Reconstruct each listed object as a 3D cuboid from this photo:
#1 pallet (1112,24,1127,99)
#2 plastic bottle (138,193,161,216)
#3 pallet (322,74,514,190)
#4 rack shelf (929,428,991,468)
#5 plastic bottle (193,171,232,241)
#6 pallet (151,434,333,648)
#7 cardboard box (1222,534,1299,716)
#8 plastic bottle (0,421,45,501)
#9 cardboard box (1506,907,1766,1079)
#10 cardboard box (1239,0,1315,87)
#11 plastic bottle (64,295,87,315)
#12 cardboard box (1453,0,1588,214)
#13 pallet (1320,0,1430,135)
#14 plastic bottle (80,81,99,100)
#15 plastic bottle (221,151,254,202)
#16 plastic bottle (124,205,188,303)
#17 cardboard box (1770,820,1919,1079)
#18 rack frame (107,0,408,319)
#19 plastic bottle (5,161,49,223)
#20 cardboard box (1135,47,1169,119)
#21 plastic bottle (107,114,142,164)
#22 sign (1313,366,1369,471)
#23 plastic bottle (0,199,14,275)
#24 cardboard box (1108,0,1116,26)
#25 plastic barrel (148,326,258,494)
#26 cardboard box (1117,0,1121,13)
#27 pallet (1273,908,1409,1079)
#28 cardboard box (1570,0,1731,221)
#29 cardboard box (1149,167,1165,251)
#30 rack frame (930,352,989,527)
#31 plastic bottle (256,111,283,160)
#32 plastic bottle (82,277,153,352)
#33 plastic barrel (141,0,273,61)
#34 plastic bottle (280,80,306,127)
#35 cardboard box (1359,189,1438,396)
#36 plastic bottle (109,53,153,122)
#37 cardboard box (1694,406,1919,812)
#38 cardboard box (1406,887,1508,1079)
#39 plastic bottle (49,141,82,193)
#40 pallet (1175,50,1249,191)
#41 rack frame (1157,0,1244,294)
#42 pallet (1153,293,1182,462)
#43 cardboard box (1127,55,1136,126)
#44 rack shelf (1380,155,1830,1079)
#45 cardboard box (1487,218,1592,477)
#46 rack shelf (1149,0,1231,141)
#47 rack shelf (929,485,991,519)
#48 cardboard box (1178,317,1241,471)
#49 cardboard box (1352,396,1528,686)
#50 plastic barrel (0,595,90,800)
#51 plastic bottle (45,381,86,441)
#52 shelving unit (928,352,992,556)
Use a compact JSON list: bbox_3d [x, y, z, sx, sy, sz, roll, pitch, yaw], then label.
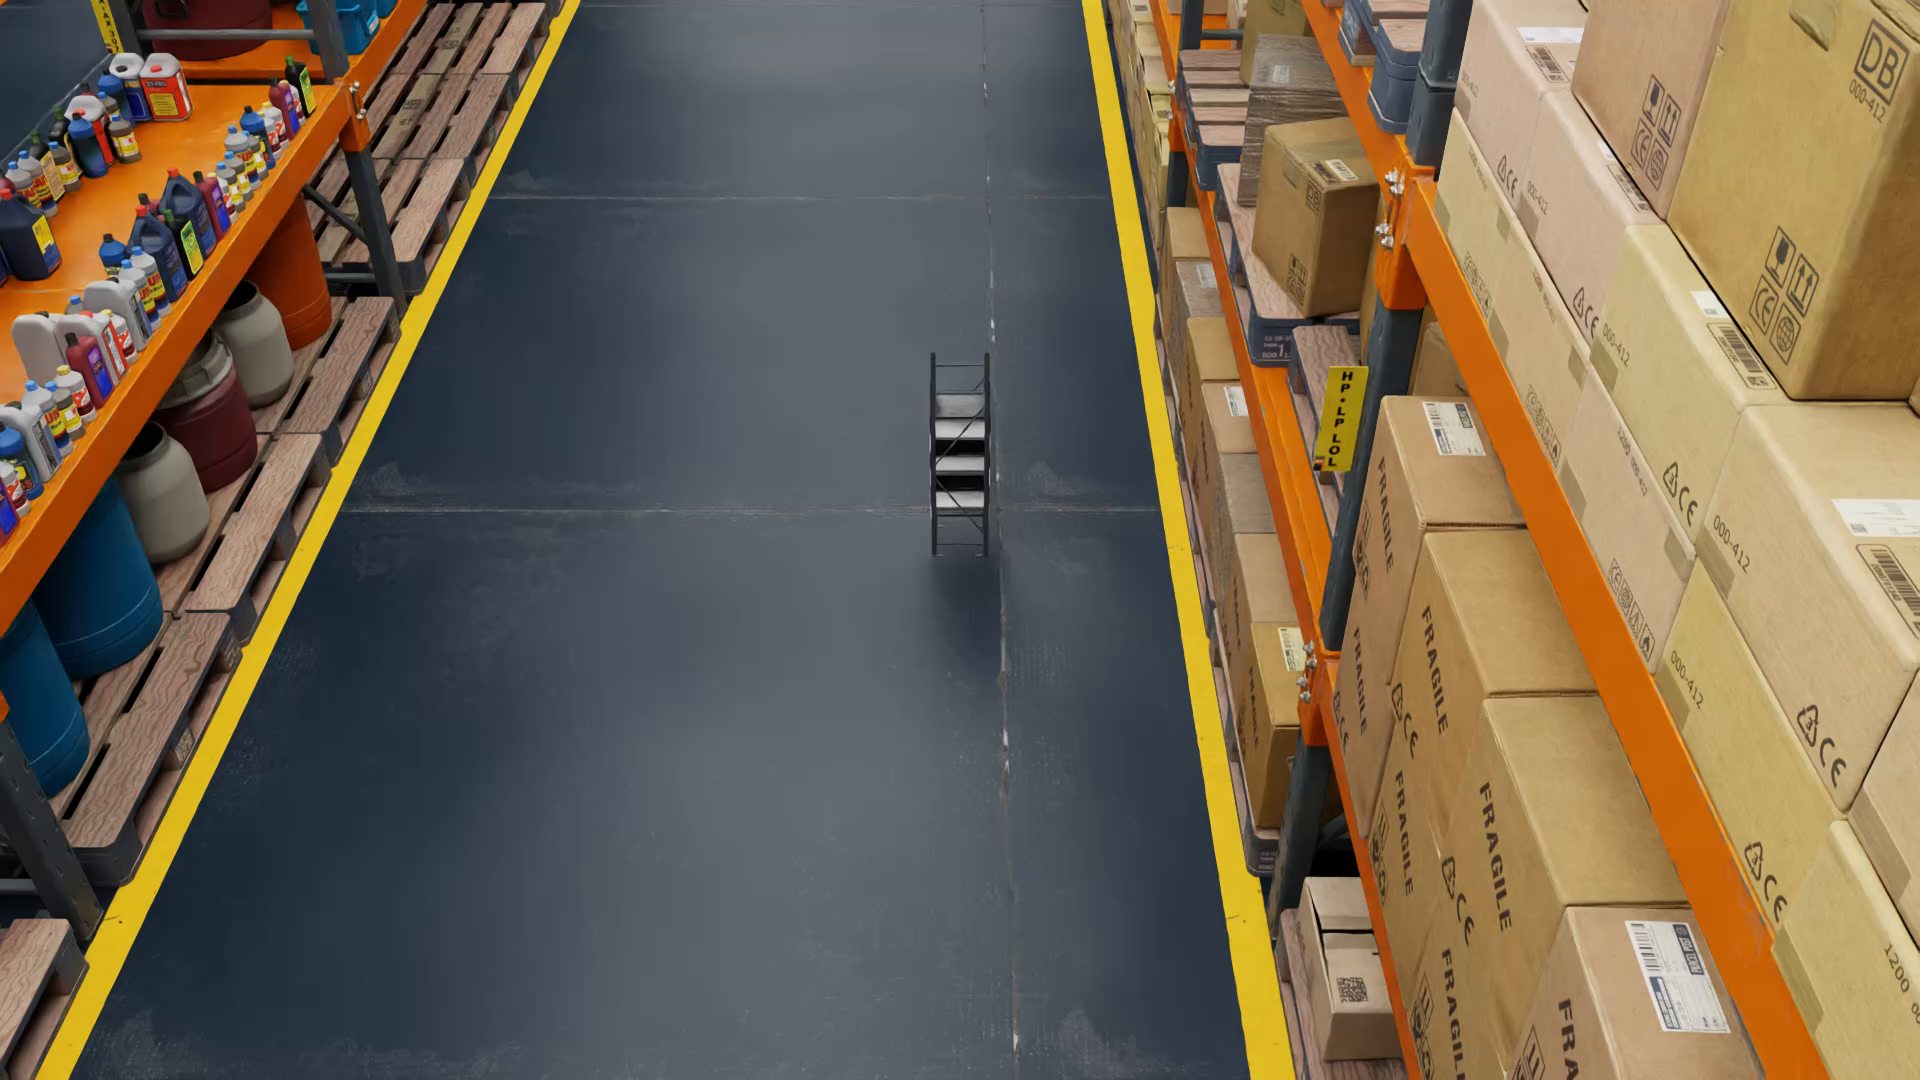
[{"bbox_3d":[1.572,-3.317,11.220,1.003,0.211,1.213,0,39,0],"label":"pallet"},{"bbox_3d":[-3.132,-1.234,6.485,0.061,0.283,0.133,0,39,0],"label":"plastic bottle"},{"bbox_3d":[-3.377,-2.520,10.226,1.003,0.211,1.213,0,39,0],"label":"pallet"},{"bbox_3d":[0.000,-0.390,6.927,0.258,0.077,0.200,0,39,0],"label":"rack shelf"},{"bbox_3d":[-2.988,-1.350,6.629,0.061,0.283,0.133,0,39,0],"label":"plastic bottle"},{"bbox_3d":[-3.375,-0.021,7.107,1.003,0.211,1.213,0,39,0],"label":"pallet"},{"bbox_3d":[1.262,0.323,6.095,0.500,0.500,0.500,0,39,0],"label":"cardboard box"},{"bbox_3d":[-3.004,-0.257,5.275,0.097,0.271,0.097,0,39,0],"label":"plastic bottle"},{"bbox_3d":[1.264,0.970,2.761,0.500,0.500,0.500,1,39,1],"label":"cardboard box"},{"bbox_3d":[1.650,-2.173,7.148,0.700,0.500,0.500,-12,40,-15],"label":"cardboard box"},{"bbox_3d":[-3.157,-0.786,5.991,0.097,0.201,0.097,0,39,0],"label":"plastic bottle"},{"bbox_3d":[1.294,-0.866,3.253,0.500,0.250,0.500,0,39,0],"label":"cardboard box"},{"bbox_3d":[1.611,-1.368,4.310,1.213,0.211,1.003,0,39,0],"label":"pallet"},{"bbox_3d":[-3.784,-1.841,7.242,0.061,0.283,0.133,0,39,0],"label":"plastic bottle"},{"bbox_3d":[-3.007,-1.512,6.897,0.097,0.201,0.097,0,39,0],"label":"plastic bottle"},{"bbox_3d":[-3.029,-1.078,6.236,0.144,0.351,0.185,0,39,0],"label":"plastic bottle"},{"bbox_3d":[1.279,0.580,1.849,0.500,0.250,0.500,0,39,0],"label":"cardboard box"},{"bbox_3d":[-3.416,-2.363,7.800,1.000,3.000,0.127,0,39,0],"label":"rack frame"},{"bbox_3d":[-3.765,-1.391,6.690,0.097,0.271,0.097,0,39,0],"label":"plastic bottle"},{"bbox_3d":[1.285,-2.642,9.563,0.500,0.311,0.500,0,39,0],"label":"cardboard box"},{"bbox_3d":[-3.614,-1.737,7.178,0.097,0.201,0.097,0,39,0],"label":"plastic bottle"},{"bbox_3d":[0.987,-0.312,4.315,0.100,0.325,0.005,0,39,0],"label":"sign"},{"bbox_3d":[-3.737,-1.176,6.419,0.152,0.276,0.135,0,39,0],"label":"plastic bottle"},{"bbox_3d":[1.285,-3.704,11.336,0.500,0.250,0.500,-1,39,-1],"label":"cardboard box"},{"bbox_3d":[-3.397,-0.574,7.160,0.600,0.588,0.708,0,39,0],"label":"plastic barrel"},{"bbox_3d":[1.279,-3.604,10.763,0.500,0.311,0.500,0,39,-1],"label":"cardboard box"},{"bbox_3d":[1.541,1.655,5.016,1.003,0.211,1.213,0,39,0],"label":"pallet"},{"bbox_3d":[1.439,-0.846,2.628,0.700,0.500,0.500,0,39,0],"label":"cardboard box"},{"bbox_3d":[1.293,-1.784,8.940,0.500,0.250,0.500,1,39,1],"label":"cardboard box"},{"bbox_3d":[0.000,-0.410,7.042,0.240,0.900,0.006,0,39,0],"label":"rack frame"},{"bbox_3d":[-3.007,-1.755,7.201,0.097,0.201,0.097,0,39,0],"label":"plastic bottle"},{"bbox_3d":[-3.033,-0.827,5.982,0.152,0.276,0.135,0,39,0],"label":"plastic bottle"},{"bbox_3d":[-3.720,-2.706,8.119,0.600,0.536,0.708,0,39,0],"label":"plastic barrel"},{"bbox_3d":[-3.007,-1.961,7.457,0.097,0.201,0.097,0,39,0],"label":"plastic bottle"},{"bbox_3d":[1.701,-0.792,5.424,0.700,0.500,0.500,6,39,7],"label":"cardboard box"},{"bbox_3d":[-3.739,-2.044,7.501,0.152,0.276,0.135,0,39,0],"label":"plastic bottle"},{"bbox_3d":[1.286,0.072,2.082,0.500,0.250,0.500,0,39,0],"label":"cardboard box"},{"bbox_3d":[1.272,1.050,3.461,0.500,0.500,0.500,0,39,0],"label":"cardboard box"},{"bbox_3d":[-3.766,-1.569,6.968,0.097,0.201,0.097,0,39,0],"label":"plastic bottle"},{"bbox_3d":[1.608,-1.865,7.333,1.213,0.211,1.003,0,39,0],"label":"pallet"},{"bbox_3d":[1.537,-2.364,7.801,1.000,3.000,0.127,0,39,0],"label":"rack frame"},{"bbox_3d":[1.500,-0.809,8.091,1.003,0.211,1.213,0,39,0],"label":"pallet"},{"bbox_3d":[1.287,-2.742,10.136,0.500,0.250,0.500,1,39,1],"label":"cardboard box"},{"bbox_3d":[1.544,0.498,2.406,1.077,0.370,4.000,0,39,0],"label":"rack shelf"},{"bbox_3d":[1.291,-0.358,3.019,0.500,0.250,0.500,0,39,0],"label":"cardboard box"},{"bbox_3d":[1.535,-3.334,9.587,1.077,0.370,4.000,0,39,0],"label":"rack shelf"},{"bbox_3d":[0.000,-0.180,7.096,0.258,0.077,0.200,0,39,0],"label":"rack shelf"},{"bbox_3d":[1.254,-0.634,7.290,0.500,0.500,0.500,-1,39,-1],"label":"cardboard box"},{"bbox_3d":[1.261,0.003,3.968,0.500,0.500,0.500,1,39,1],"label":"cardboard box"},{"bbox_3d":[-3.395,0.453,5.628,0.600,0.901,0.708,0,39,0],"label":"plastic barrel"},{"bbox_3d":[-3.005,-0.436,5.554,0.097,0.201,0.097,0,39,0],"label":"plastic bottle"},{"bbox_3d":[0.000,-0.346,6.962,0.258,0.900,0.210,0,39,0],"label":"shelving unit"}]
